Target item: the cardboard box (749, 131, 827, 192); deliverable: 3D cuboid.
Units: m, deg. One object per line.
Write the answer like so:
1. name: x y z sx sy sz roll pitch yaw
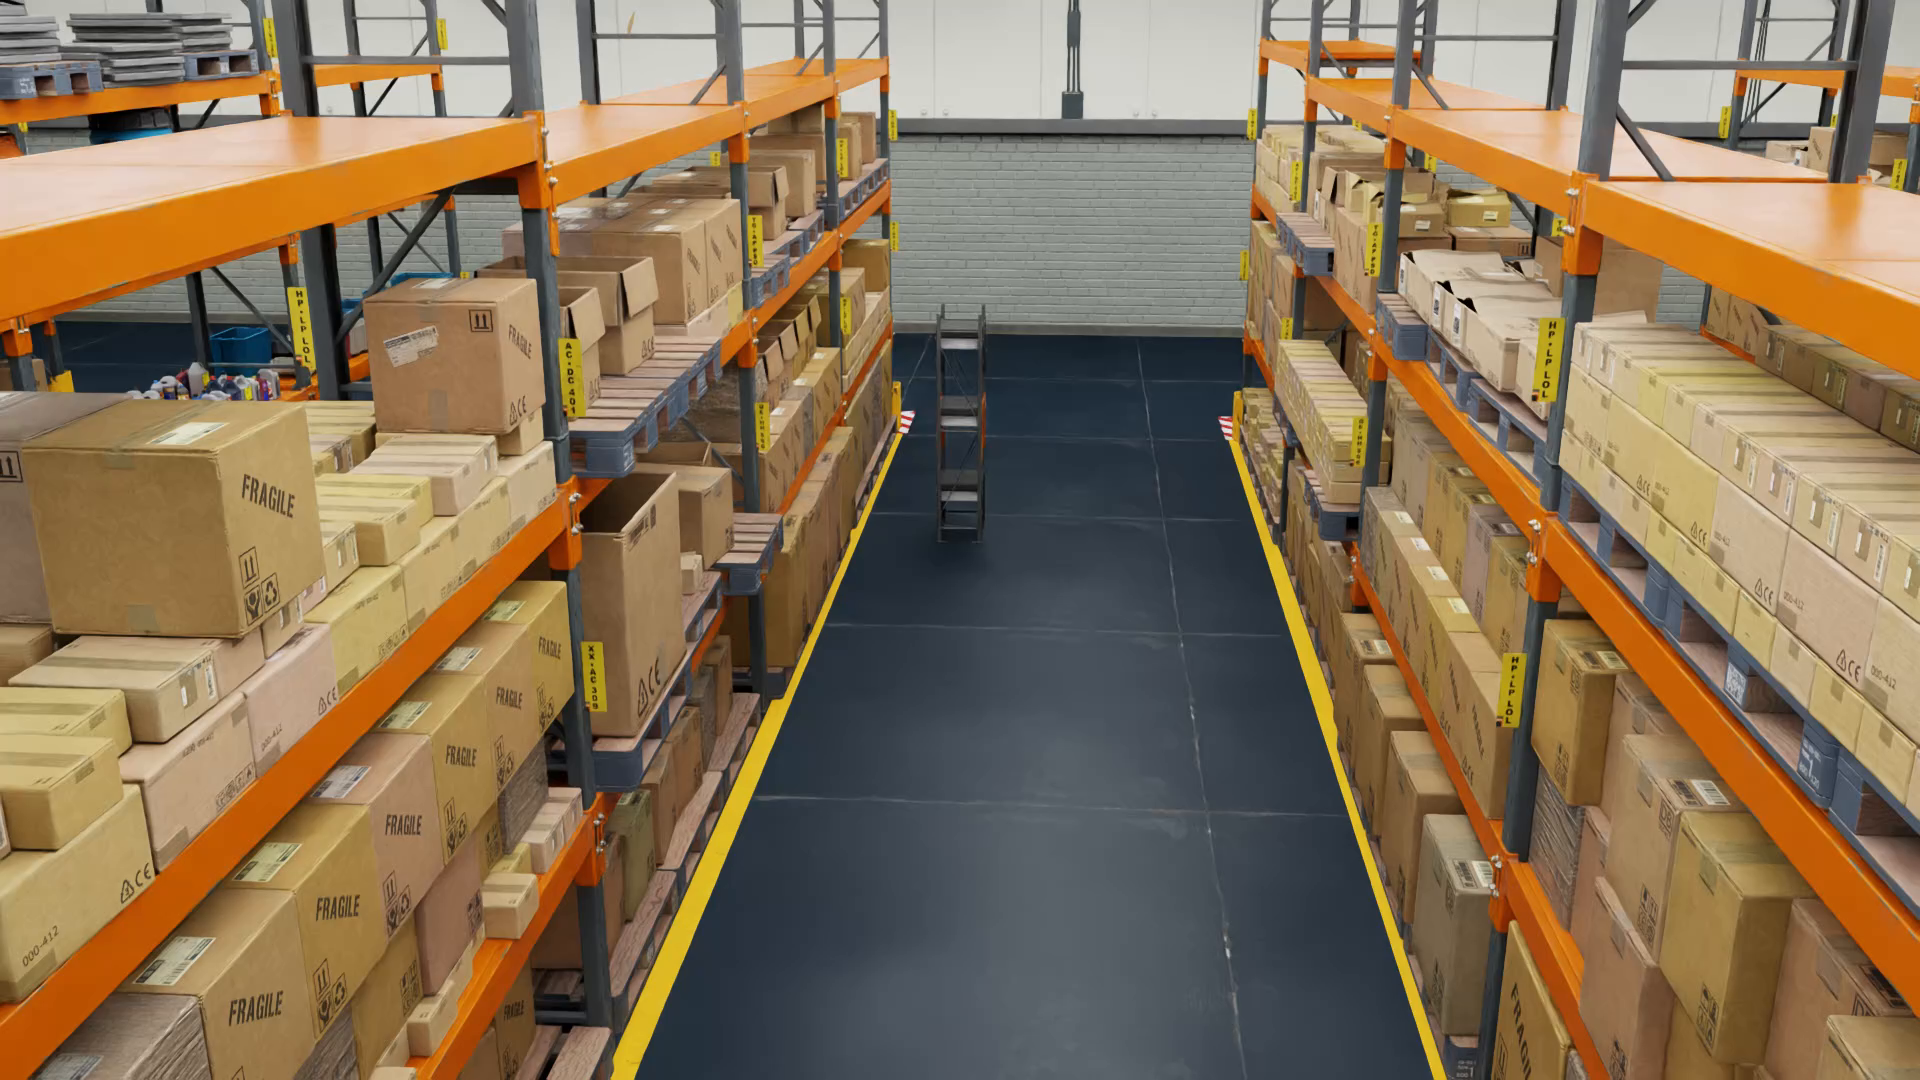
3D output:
1. cardboard box: -1.565 -3.452 15.156 0.700 0.500 0.500 0 18 1

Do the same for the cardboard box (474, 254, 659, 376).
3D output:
1. cardboard box: -1.936 -1.114 8.174 0.797 0.503 0.637 2 18 6

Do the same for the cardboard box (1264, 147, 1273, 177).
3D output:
1. cardboard box: 3.290 -3.731 16.438 0.500 0.250 0.500 1 18 5

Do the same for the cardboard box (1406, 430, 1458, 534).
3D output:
1. cardboard box: 3.015 -0.330 9.673 0.700 0.500 0.500 1 18 3

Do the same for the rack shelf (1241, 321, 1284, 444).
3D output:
1. rack shelf: 3.522 -1.625 16.548 1.077 0.370 4.000 1 18 4

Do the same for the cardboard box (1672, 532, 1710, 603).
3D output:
1. cardboard box: 2.350 0.087 4.919 0.380 0.149 0.250 1 18 4

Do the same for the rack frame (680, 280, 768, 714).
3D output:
1. rack frame: -1.848 -0.246 11.182 1.000 3.000 0.127 1 18 4

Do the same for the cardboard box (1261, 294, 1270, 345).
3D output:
1. cardboard box: 3.266 -2.167 16.407 0.500 0.500 0.500 1 18 2

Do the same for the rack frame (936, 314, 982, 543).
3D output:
1. rack frame: -0.006 -0.973 14.849 0.400 2.100 0.015 1 18 4

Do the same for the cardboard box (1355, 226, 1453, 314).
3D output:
1. cardboard box: 2.879 -1.759 10.825 0.500 0.500 0.500 1 18 4

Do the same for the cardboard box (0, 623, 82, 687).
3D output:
1. cardboard box: -2.531 0.284 4.349 0.380 0.149 0.250 2 18 5

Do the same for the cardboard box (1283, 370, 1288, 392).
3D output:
1. cardboard box: 2.857 -1.295 13.635 0.380 0.149 0.250 2 18 5

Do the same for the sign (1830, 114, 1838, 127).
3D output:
1. sign: 9.150 -4.301 17.447 0.100 0.325 0.005 1 18 4

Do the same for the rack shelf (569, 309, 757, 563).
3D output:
1. rack shelf: -1.992 -0.708 8.932 1.077 0.370 4.000 1 18 4

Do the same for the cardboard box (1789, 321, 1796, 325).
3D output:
1. cardboard box: 8.154 -1.780 15.706 0.500 0.500 0.500 1 18 3

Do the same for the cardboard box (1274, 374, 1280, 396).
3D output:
1. cardboard box: 2.891 -1.314 14.172 0.380 0.149 0.250 0 18 1

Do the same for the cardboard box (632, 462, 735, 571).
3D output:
1. cardboard box: -1.787 -0.148 10.051 0.700 0.500 0.500 4 19 12

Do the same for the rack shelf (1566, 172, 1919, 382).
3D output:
1. rack shelf: 2.662 -0.559 4.302 1.077 0.370 4.000 1 18 4

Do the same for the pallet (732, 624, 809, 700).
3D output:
1. pallet: -1.717 0.836 12.359 1.003 0.211 1.213 1 18 4

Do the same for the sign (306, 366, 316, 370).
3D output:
1. sign: -5.953 -1.717 15.229 0.100 0.325 0.005 1 18 4

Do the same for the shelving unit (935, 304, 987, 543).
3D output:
1. shelving unit: 0.012 -1.049 15.080 0.431 2.100 0.503 1 18 4

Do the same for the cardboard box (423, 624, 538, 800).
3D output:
1. cardboard box: -1.927 0.634 6.254 0.500 0.500 0.500 1 18 4

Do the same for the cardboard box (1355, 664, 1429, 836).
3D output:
1. cardboard box: 2.899 1.225 9.634 1.050 0.750 0.750 2 18 5

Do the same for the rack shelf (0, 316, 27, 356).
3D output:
1. rack shelf: -6.932 -0.819 9.269 1.077 0.370 4.000 1 18 4

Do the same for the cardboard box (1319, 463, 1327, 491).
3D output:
1. cardboard box: 2.688 -0.424 11.456 0.380 0.149 0.250 1 18 4

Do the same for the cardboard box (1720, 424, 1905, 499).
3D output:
1. cardboard box: 2.331 -0.215 4.560 0.380 0.149 0.250 1 18 4

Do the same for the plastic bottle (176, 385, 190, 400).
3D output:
1. plastic bottle: -6.815 -1.258 14.592 0.097 0.201 0.097 0 18 0

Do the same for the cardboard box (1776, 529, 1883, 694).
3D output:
1. cardboard box: 2.348 0.169 4.028 0.500 0.250 0.500 1 18 4

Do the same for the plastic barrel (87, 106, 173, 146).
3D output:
1. plastic barrel: -6.471 -2.928 13.072 0.600 0.901 0.708 1 18 4

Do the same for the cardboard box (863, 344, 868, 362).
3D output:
1. cardboard box: -1.116 -1.856 16.499 0.380 0.149 0.250 1 18 5

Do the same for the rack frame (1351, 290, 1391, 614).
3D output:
1. rack frame: 3.092 -0.103 10.749 1.000 3.000 0.127 1 18 4

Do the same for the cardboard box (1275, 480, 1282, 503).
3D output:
1. cardboard box: 3.084 -0.437 15.192 0.380 0.149 0.250 2 18 5

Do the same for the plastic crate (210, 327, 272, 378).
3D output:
1. plastic crate: -6.808 -1.772 15.770 0.392 0.384 0.575 1 18 4

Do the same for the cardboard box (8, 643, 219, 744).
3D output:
1. cardboard box: -2.070 0.372 4.079 0.380 0.149 0.250 2 18 6

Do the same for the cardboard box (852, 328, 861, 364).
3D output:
1. cardboard box: -1.226 -1.852 15.849 0.500 0.250 0.500 1 18 4

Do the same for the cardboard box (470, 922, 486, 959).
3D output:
1. cardboard box: -2.019 1.498 6.264 0.380 0.149 0.250 1 18 4

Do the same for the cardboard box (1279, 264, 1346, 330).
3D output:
1. cardboard box: 3.142 -2.162 14.786 0.500 0.500 0.500 1 18 2

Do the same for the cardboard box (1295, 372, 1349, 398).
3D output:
1. cardboard box: 2.800 -1.195 12.853 0.380 0.149 0.250 2 18 6

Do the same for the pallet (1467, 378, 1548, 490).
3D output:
1. pallet: 2.822 -0.482 7.392 0.805 0.209 1.217 1 18 2

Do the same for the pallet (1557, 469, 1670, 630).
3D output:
1. pallet: 2.736 0.009 5.729 1.003 0.211 1.213 1 18 4

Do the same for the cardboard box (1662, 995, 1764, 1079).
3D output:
1. cardboard box: 2.679 1.686 5.047 0.875 0.550 0.500 1 18 4

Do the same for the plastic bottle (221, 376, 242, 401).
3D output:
1. plastic bottle: -6.254 -1.225 14.250 0.144 0.351 0.185 1 18 4

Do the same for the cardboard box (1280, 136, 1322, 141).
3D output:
1. cardboard box: 3.274 -3.792 15.986 0.380 0.149 0.250 2 18 6

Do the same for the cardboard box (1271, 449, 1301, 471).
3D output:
1. cardboard box: 3.134 -0.747 15.662 0.380 0.149 0.250 1 18 3

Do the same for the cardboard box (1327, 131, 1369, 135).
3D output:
1. cardboard box: 3.891 -4.021 16.684 0.380 0.149 0.250 2 18 5

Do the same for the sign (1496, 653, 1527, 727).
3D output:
1. sign: 2.263 0.617 6.817 0.100 0.325 0.005 1 18 4

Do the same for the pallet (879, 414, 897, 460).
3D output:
1. pallet: -1.254 -1.155 18.436 1.003 0.211 1.213 1 18 4

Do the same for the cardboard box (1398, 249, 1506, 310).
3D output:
1. cardboard box: 2.820 -1.514 9.543 0.500 0.311 0.500 1 18 4

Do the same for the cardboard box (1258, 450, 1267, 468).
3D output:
1. cardboard box: 3.211 -0.797 16.768 0.380 0.149 0.250 1 18 4

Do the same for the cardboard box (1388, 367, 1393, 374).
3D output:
1. cardboard box: 3.466 -1.258 13.046 0.380 0.149 0.250 1 18 2

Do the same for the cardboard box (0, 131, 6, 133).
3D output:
1. cardboard box: -10.938 -4.379 18.418 0.500 0.250 0.500 1 18 4

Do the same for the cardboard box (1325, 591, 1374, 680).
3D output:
1. cardboard box: 2.878 0.675 11.714 0.500 0.500 0.500 1 18 4

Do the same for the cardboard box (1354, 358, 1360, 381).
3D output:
1. cardboard box: 3.547 -1.439 14.077 0.380 0.149 0.250 2 18 6

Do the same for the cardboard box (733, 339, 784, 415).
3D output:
1. cardboard box: -1.730 -1.199 12.320 0.797 0.503 0.637 2 18 5

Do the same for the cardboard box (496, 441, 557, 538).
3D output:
1. cardboard box: -1.907 -0.210 6.497 0.500 0.250 0.500 2 18 6
